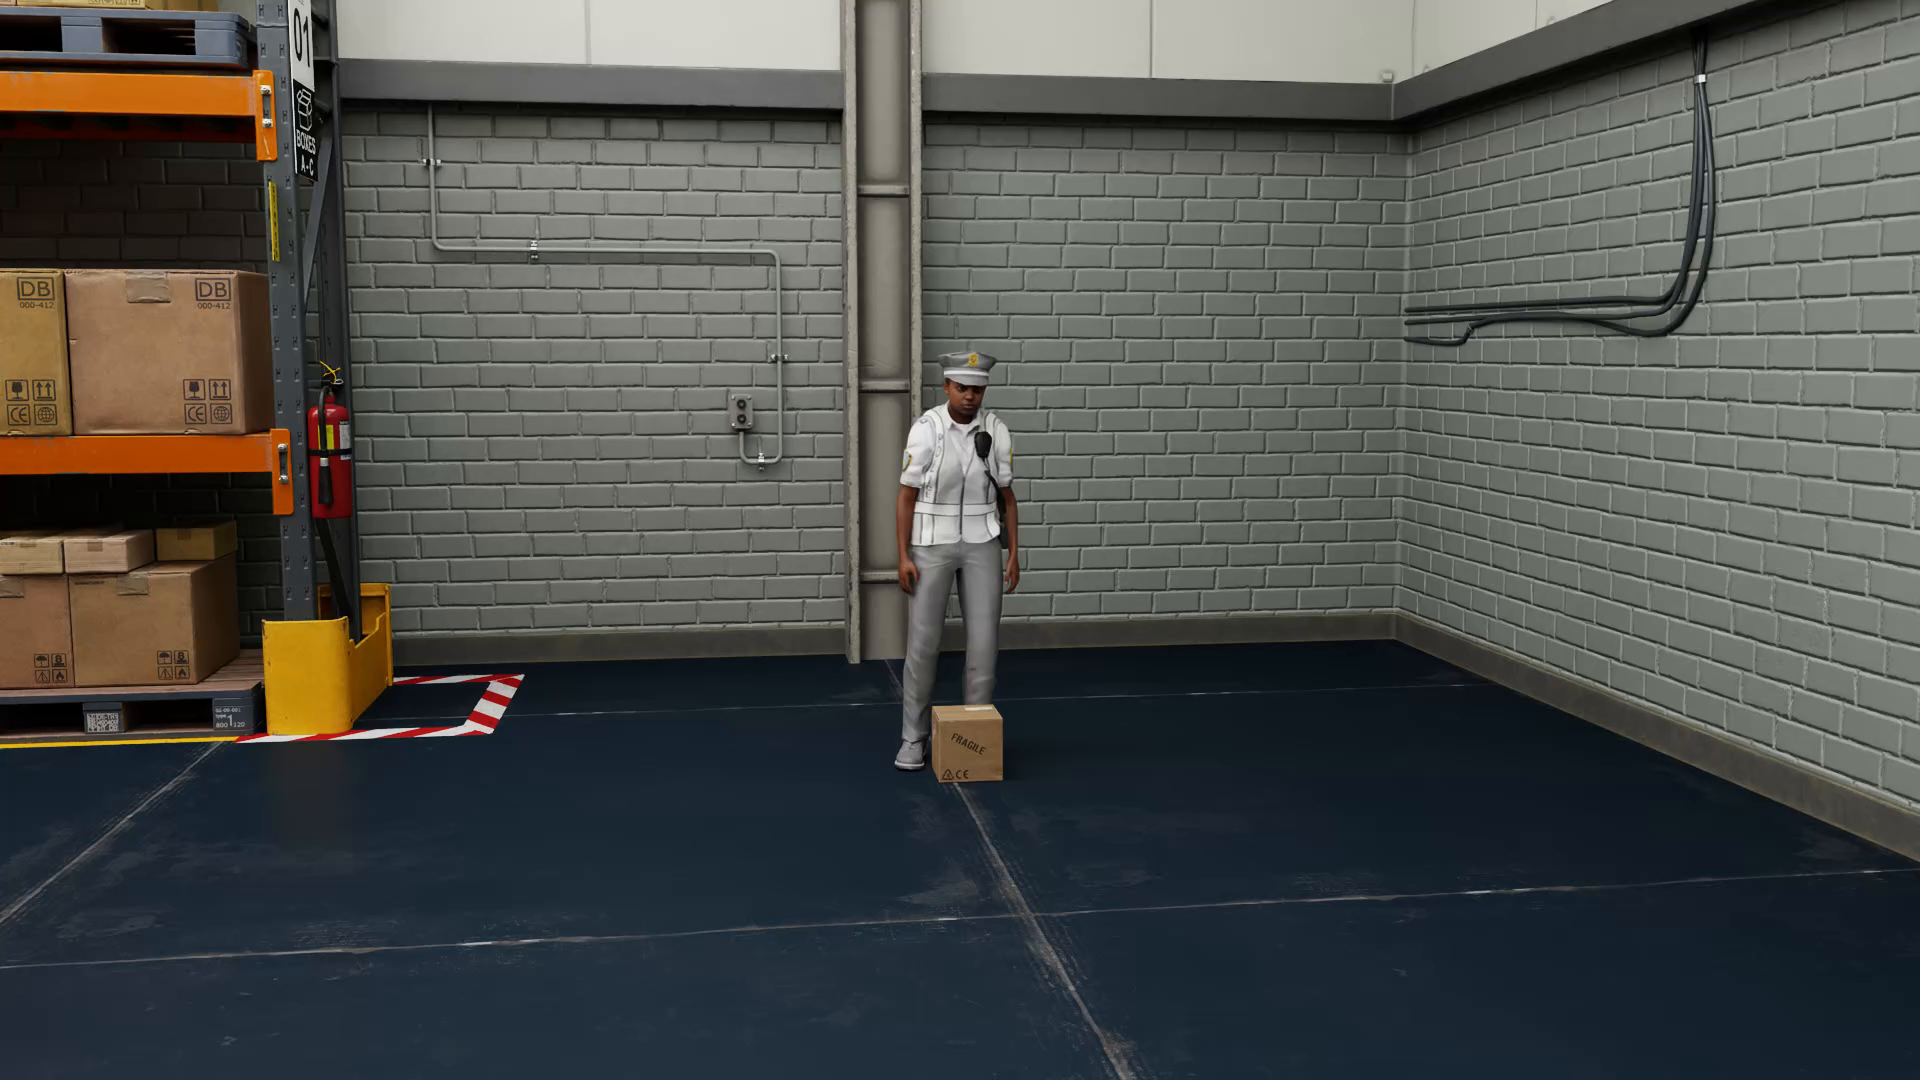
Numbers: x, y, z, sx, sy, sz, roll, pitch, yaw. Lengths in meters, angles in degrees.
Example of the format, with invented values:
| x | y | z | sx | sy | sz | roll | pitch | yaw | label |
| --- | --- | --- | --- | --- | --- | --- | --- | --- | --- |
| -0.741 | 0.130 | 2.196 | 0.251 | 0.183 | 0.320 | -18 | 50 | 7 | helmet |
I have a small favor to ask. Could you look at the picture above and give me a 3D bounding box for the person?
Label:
| x | y | z | sx | sy | sz | roll | pitch | yaw | label |
| --- | --- | --- | --- | --- | --- | --- | --- | --- | --- |
| -0.015 | 0.077 | 6.684 | 0.525 | 1.657 | 0.418 | -1 | 7 | -11 | person |
